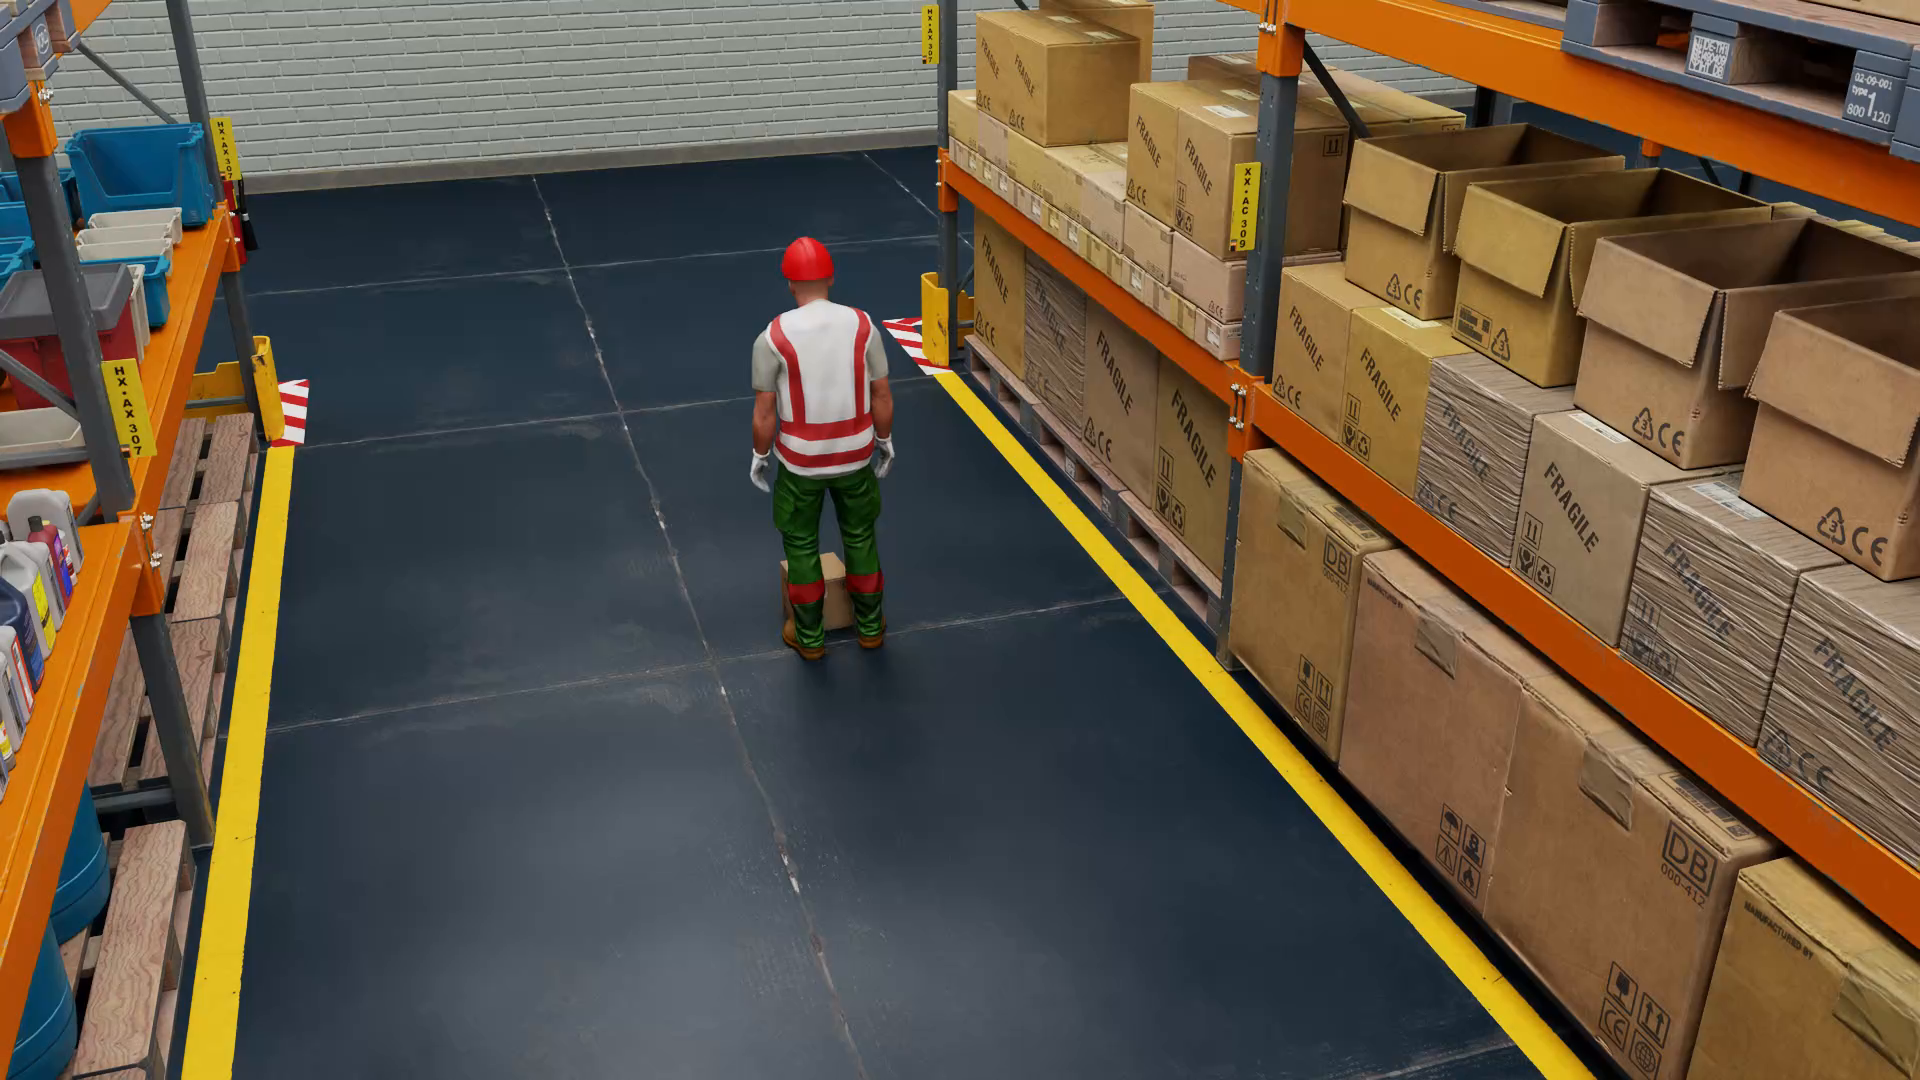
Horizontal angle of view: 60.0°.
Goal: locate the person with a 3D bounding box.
[{"bbox_3d":[-0.559,-0.354,6.817,0.609,1.779,0.448,-8,27,-16],"label":"person"}]
